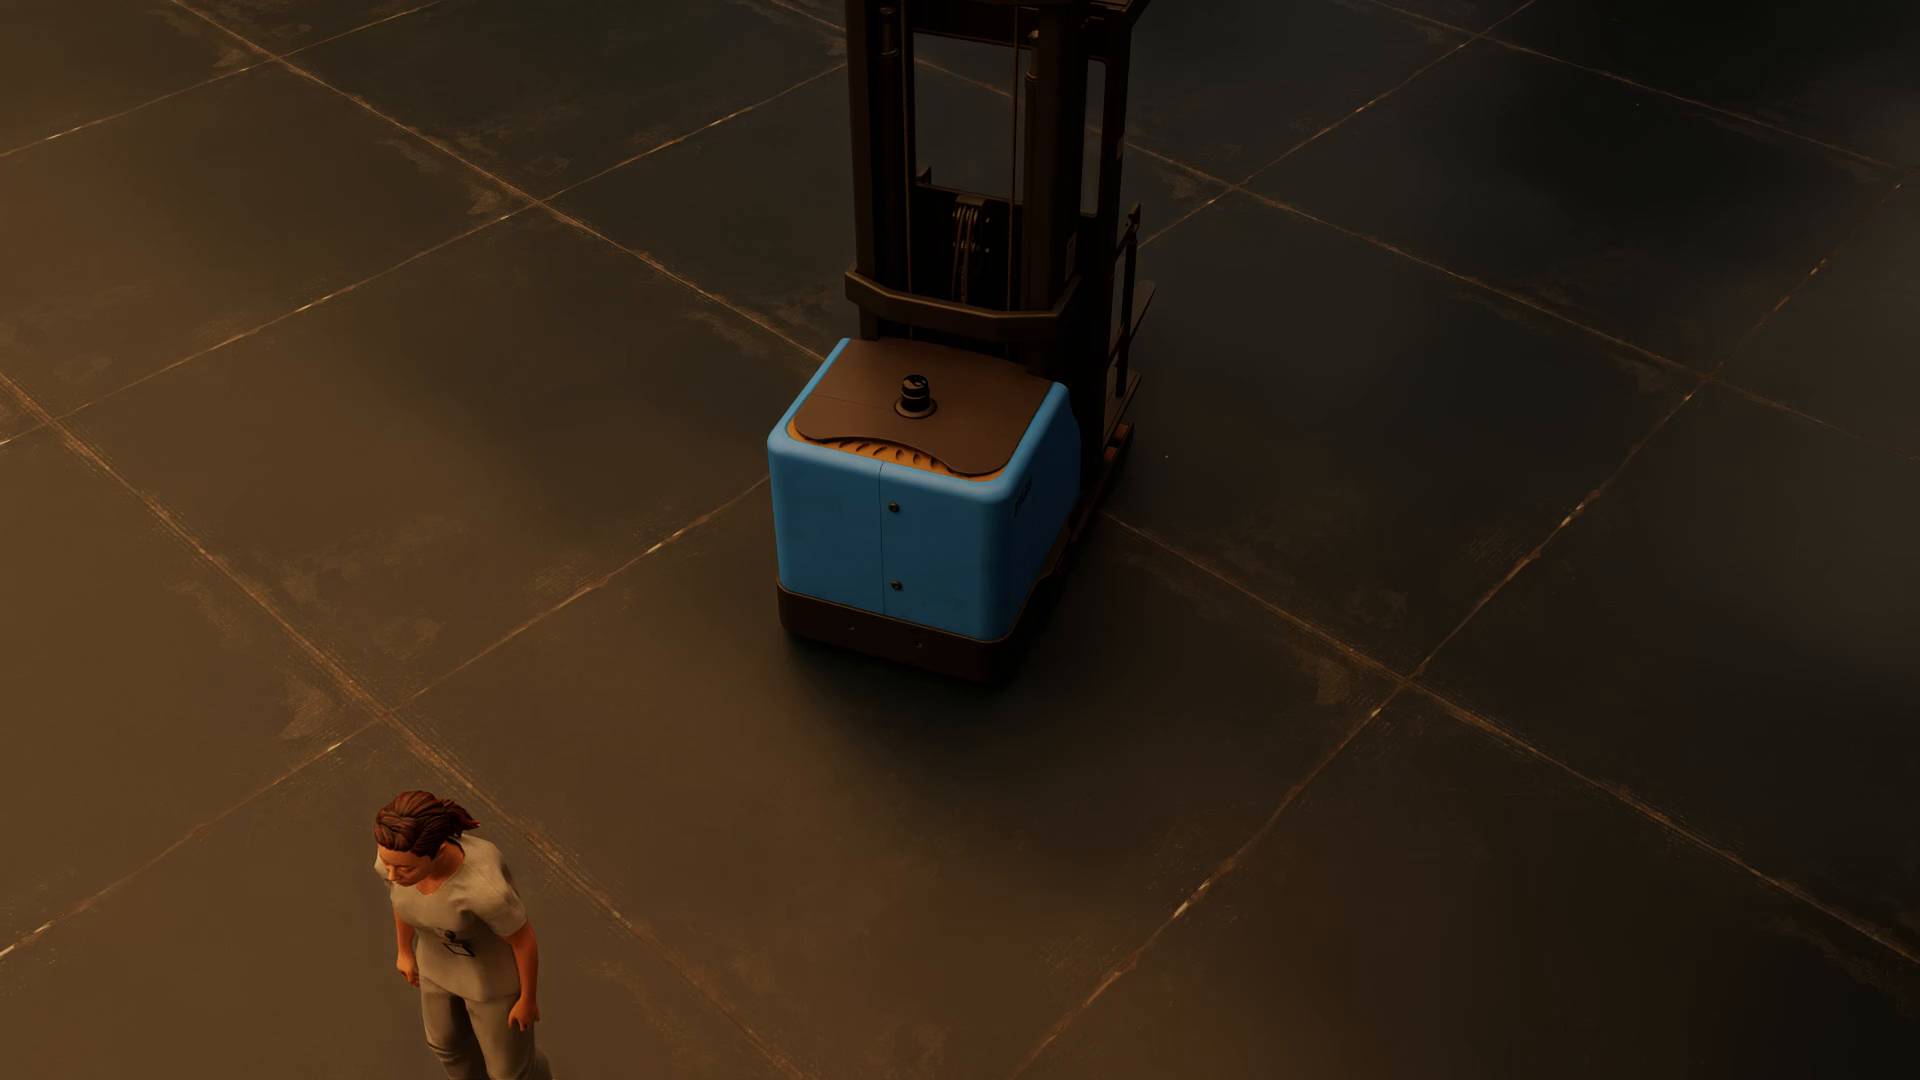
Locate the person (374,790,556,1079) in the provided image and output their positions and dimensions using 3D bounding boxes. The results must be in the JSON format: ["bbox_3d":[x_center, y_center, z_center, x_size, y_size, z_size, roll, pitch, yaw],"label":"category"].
[{"bbox_3d":[-1.453,1.282,4.902,0.507,1.671,0.365,17,43,18],"label":"person"}]

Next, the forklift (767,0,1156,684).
[{"bbox_3d":[0.211,-1.484,7.158,1.130,2.935,3.031,14,42,15],"label":"forklift"}]
